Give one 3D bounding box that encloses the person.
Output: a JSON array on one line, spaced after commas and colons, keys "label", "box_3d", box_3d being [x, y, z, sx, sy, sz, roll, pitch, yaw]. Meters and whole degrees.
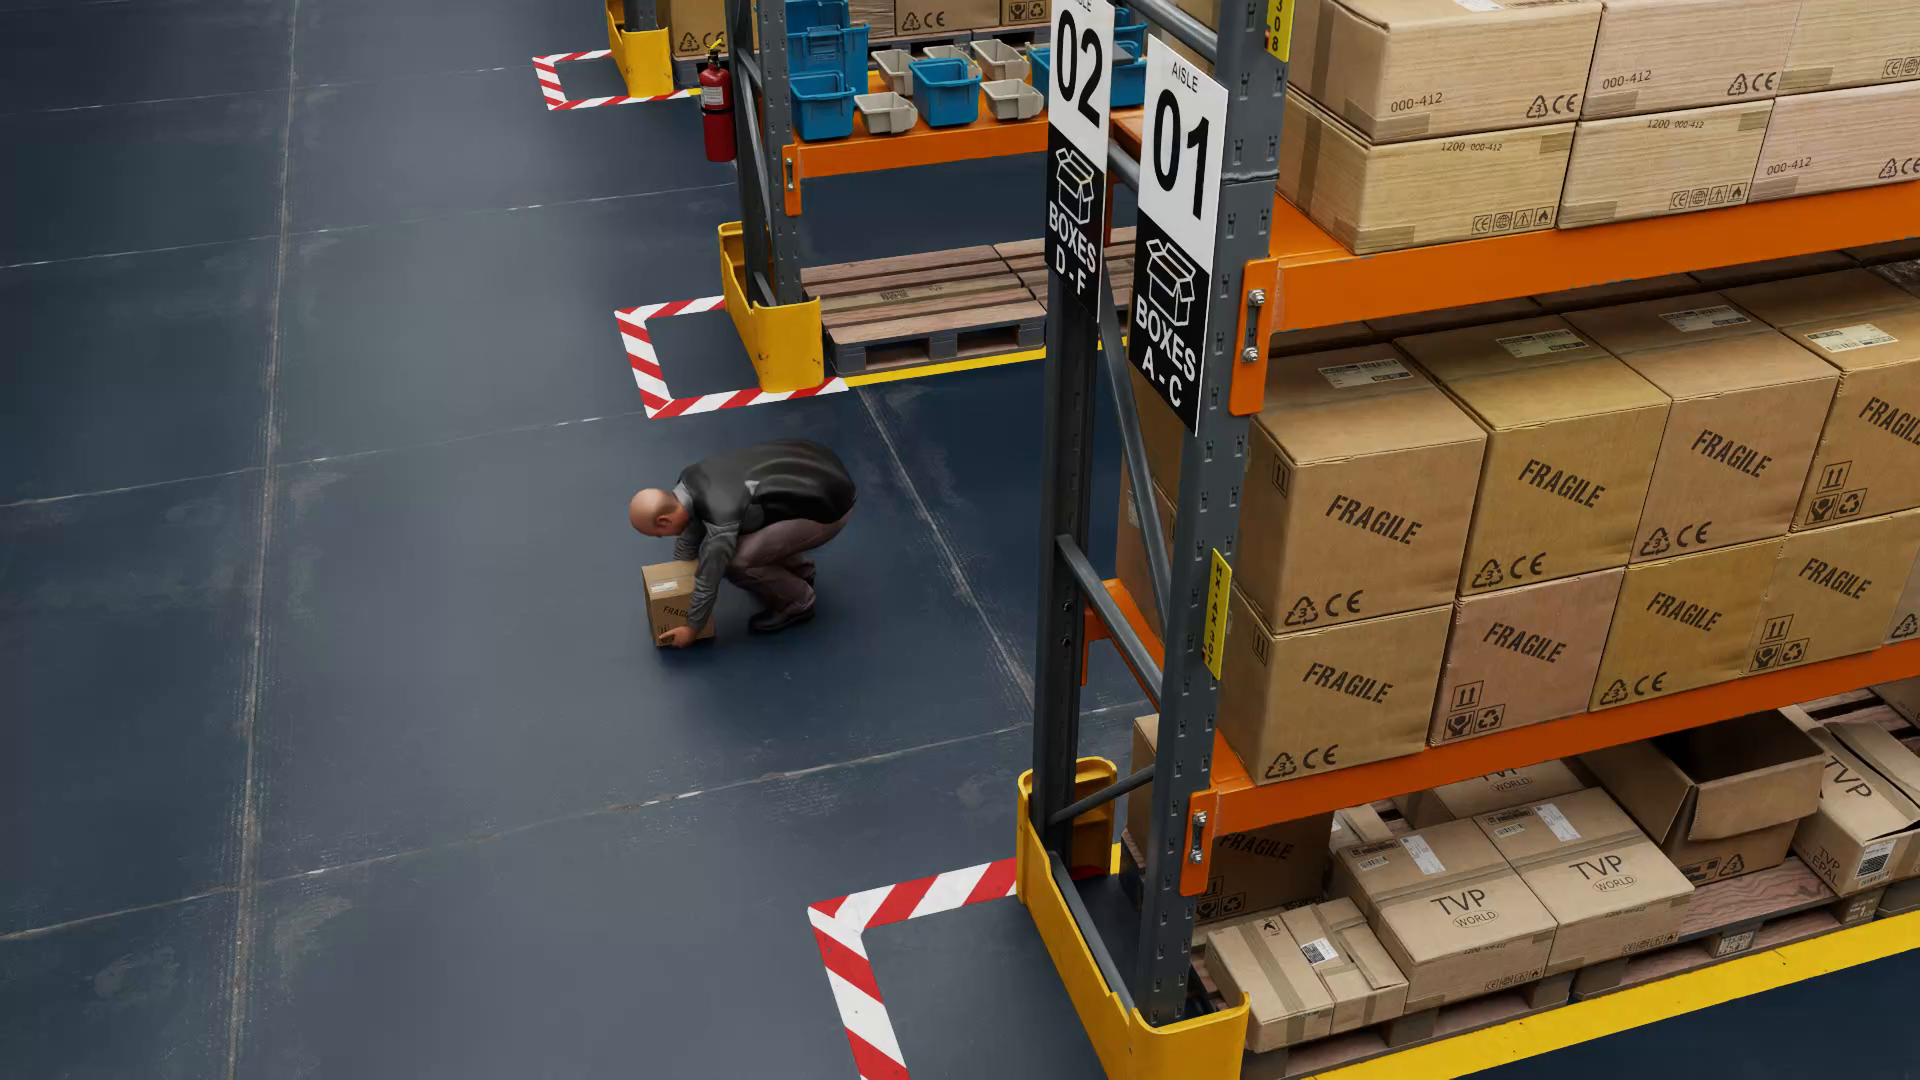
[{"label": "person", "box_3d": [-0.903, -0.010, 7.029, 0.948, 0.815, 0.500, -11, 35, -16]}]
